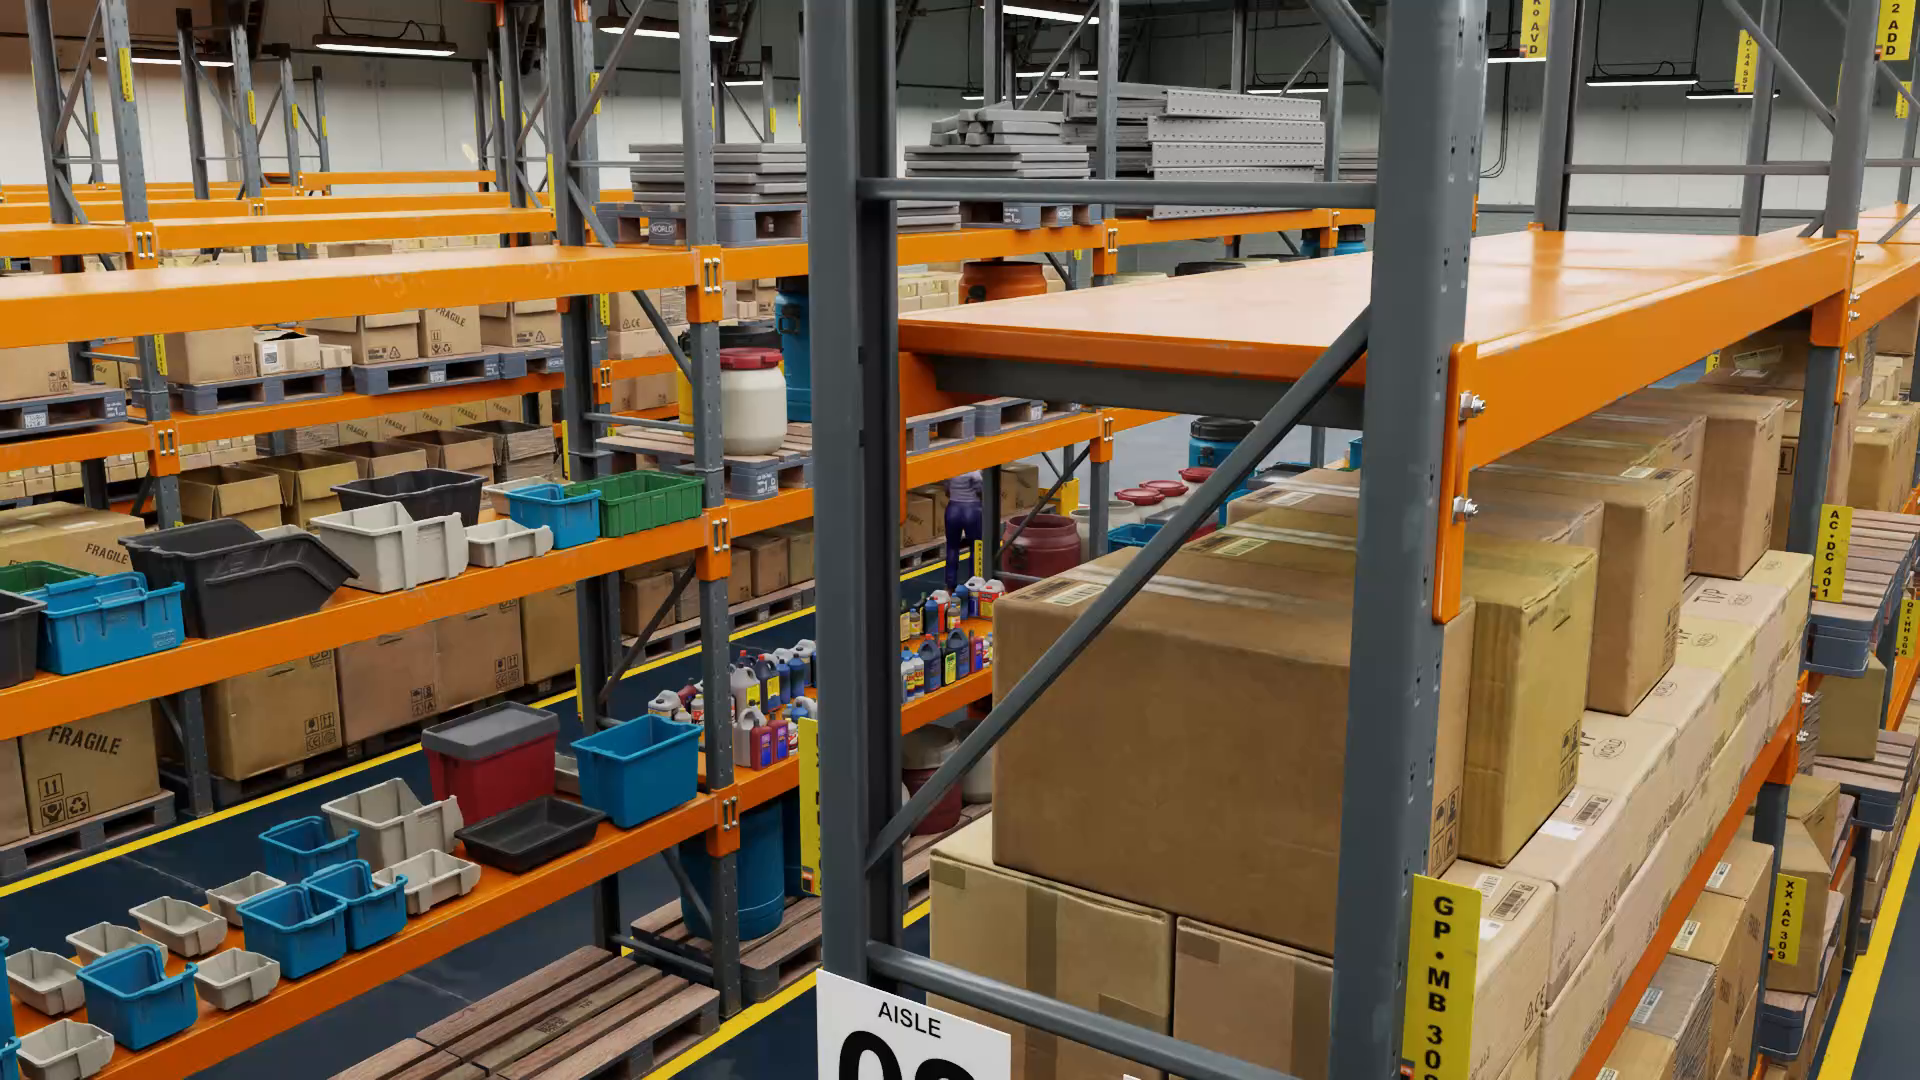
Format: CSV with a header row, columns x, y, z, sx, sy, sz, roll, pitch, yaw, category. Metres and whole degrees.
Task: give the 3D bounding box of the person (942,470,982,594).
x,y,z,sx,sy,sz,roll,pitch,yaw,category
0.058,-0.241,17.579,0.452,1.634,0.523,4,14,18,person
